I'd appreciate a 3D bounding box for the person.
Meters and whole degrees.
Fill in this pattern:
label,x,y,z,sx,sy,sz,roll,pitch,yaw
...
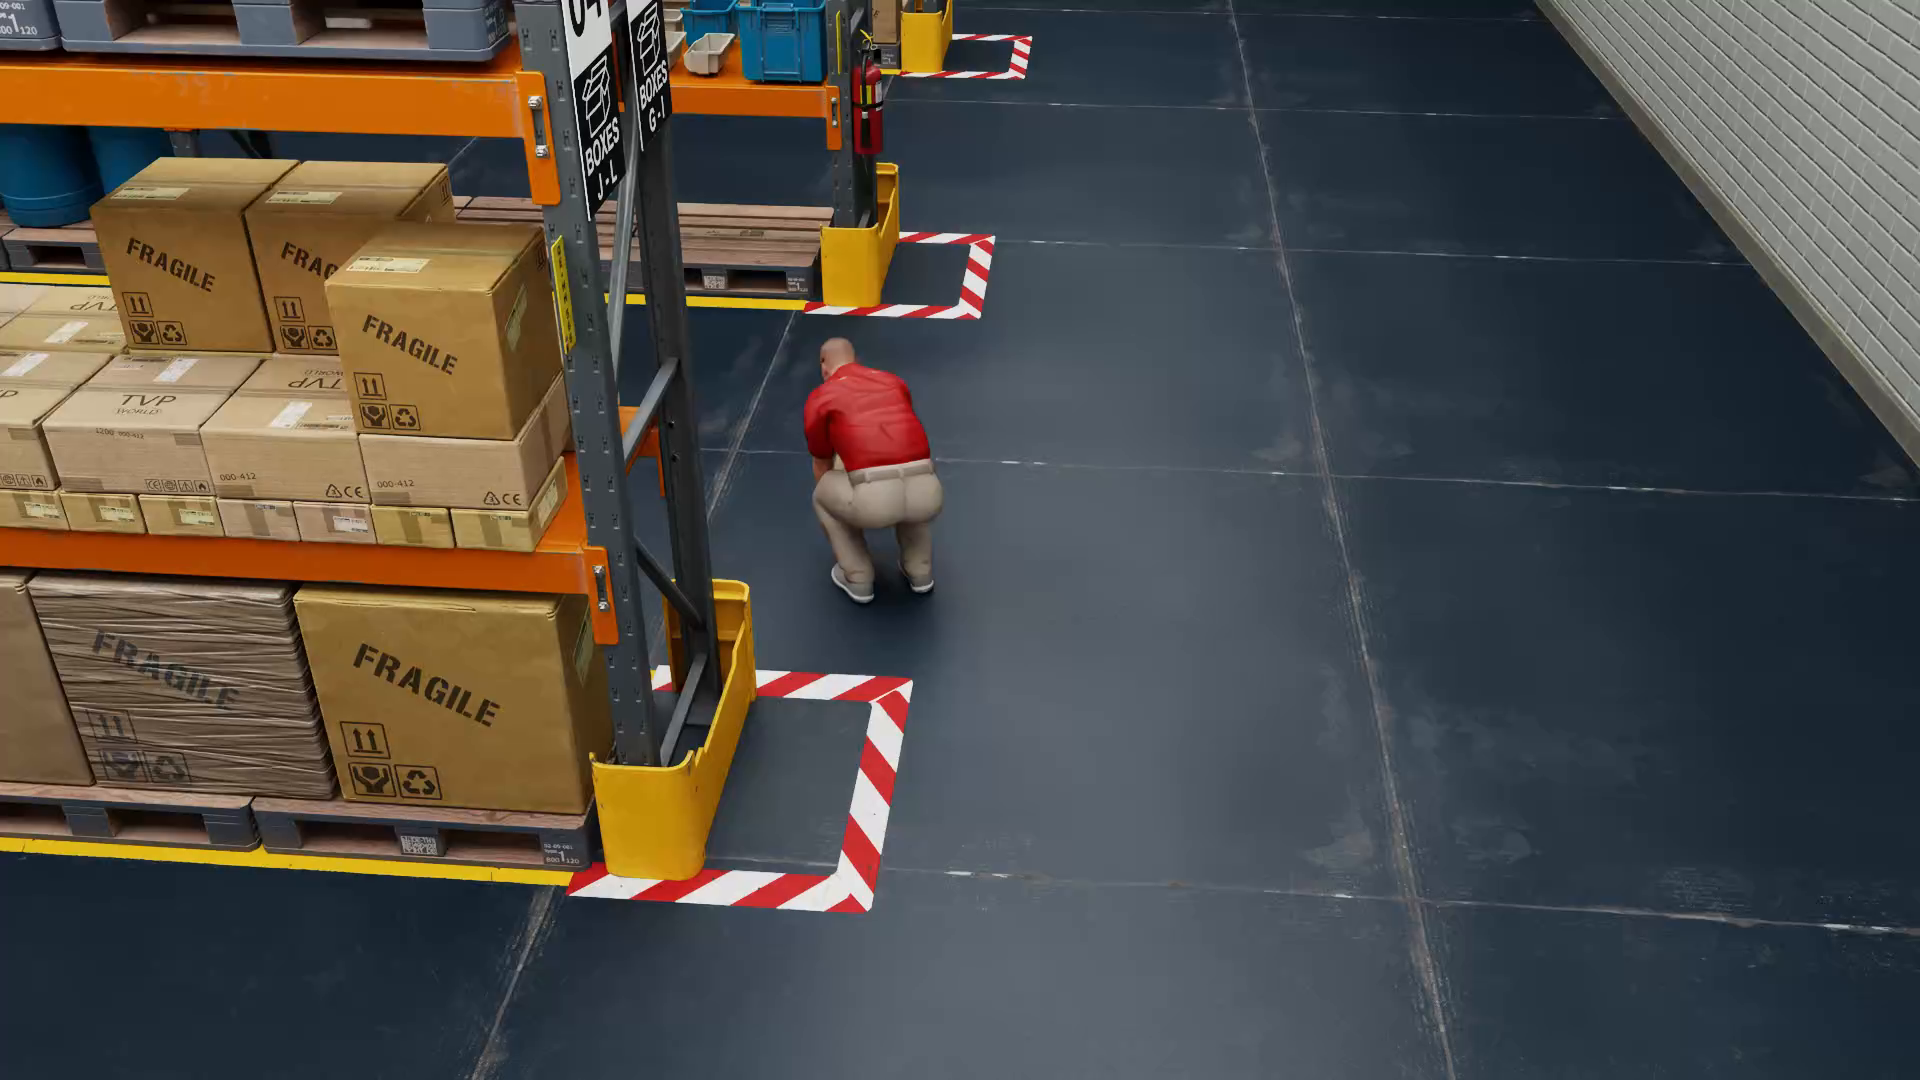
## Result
label,x,y,z,sx,sy,sz,roll,pitch,yaw
person,-0.386,-0.295,7.324,0.539,1.008,0.863,-11,33,-17
